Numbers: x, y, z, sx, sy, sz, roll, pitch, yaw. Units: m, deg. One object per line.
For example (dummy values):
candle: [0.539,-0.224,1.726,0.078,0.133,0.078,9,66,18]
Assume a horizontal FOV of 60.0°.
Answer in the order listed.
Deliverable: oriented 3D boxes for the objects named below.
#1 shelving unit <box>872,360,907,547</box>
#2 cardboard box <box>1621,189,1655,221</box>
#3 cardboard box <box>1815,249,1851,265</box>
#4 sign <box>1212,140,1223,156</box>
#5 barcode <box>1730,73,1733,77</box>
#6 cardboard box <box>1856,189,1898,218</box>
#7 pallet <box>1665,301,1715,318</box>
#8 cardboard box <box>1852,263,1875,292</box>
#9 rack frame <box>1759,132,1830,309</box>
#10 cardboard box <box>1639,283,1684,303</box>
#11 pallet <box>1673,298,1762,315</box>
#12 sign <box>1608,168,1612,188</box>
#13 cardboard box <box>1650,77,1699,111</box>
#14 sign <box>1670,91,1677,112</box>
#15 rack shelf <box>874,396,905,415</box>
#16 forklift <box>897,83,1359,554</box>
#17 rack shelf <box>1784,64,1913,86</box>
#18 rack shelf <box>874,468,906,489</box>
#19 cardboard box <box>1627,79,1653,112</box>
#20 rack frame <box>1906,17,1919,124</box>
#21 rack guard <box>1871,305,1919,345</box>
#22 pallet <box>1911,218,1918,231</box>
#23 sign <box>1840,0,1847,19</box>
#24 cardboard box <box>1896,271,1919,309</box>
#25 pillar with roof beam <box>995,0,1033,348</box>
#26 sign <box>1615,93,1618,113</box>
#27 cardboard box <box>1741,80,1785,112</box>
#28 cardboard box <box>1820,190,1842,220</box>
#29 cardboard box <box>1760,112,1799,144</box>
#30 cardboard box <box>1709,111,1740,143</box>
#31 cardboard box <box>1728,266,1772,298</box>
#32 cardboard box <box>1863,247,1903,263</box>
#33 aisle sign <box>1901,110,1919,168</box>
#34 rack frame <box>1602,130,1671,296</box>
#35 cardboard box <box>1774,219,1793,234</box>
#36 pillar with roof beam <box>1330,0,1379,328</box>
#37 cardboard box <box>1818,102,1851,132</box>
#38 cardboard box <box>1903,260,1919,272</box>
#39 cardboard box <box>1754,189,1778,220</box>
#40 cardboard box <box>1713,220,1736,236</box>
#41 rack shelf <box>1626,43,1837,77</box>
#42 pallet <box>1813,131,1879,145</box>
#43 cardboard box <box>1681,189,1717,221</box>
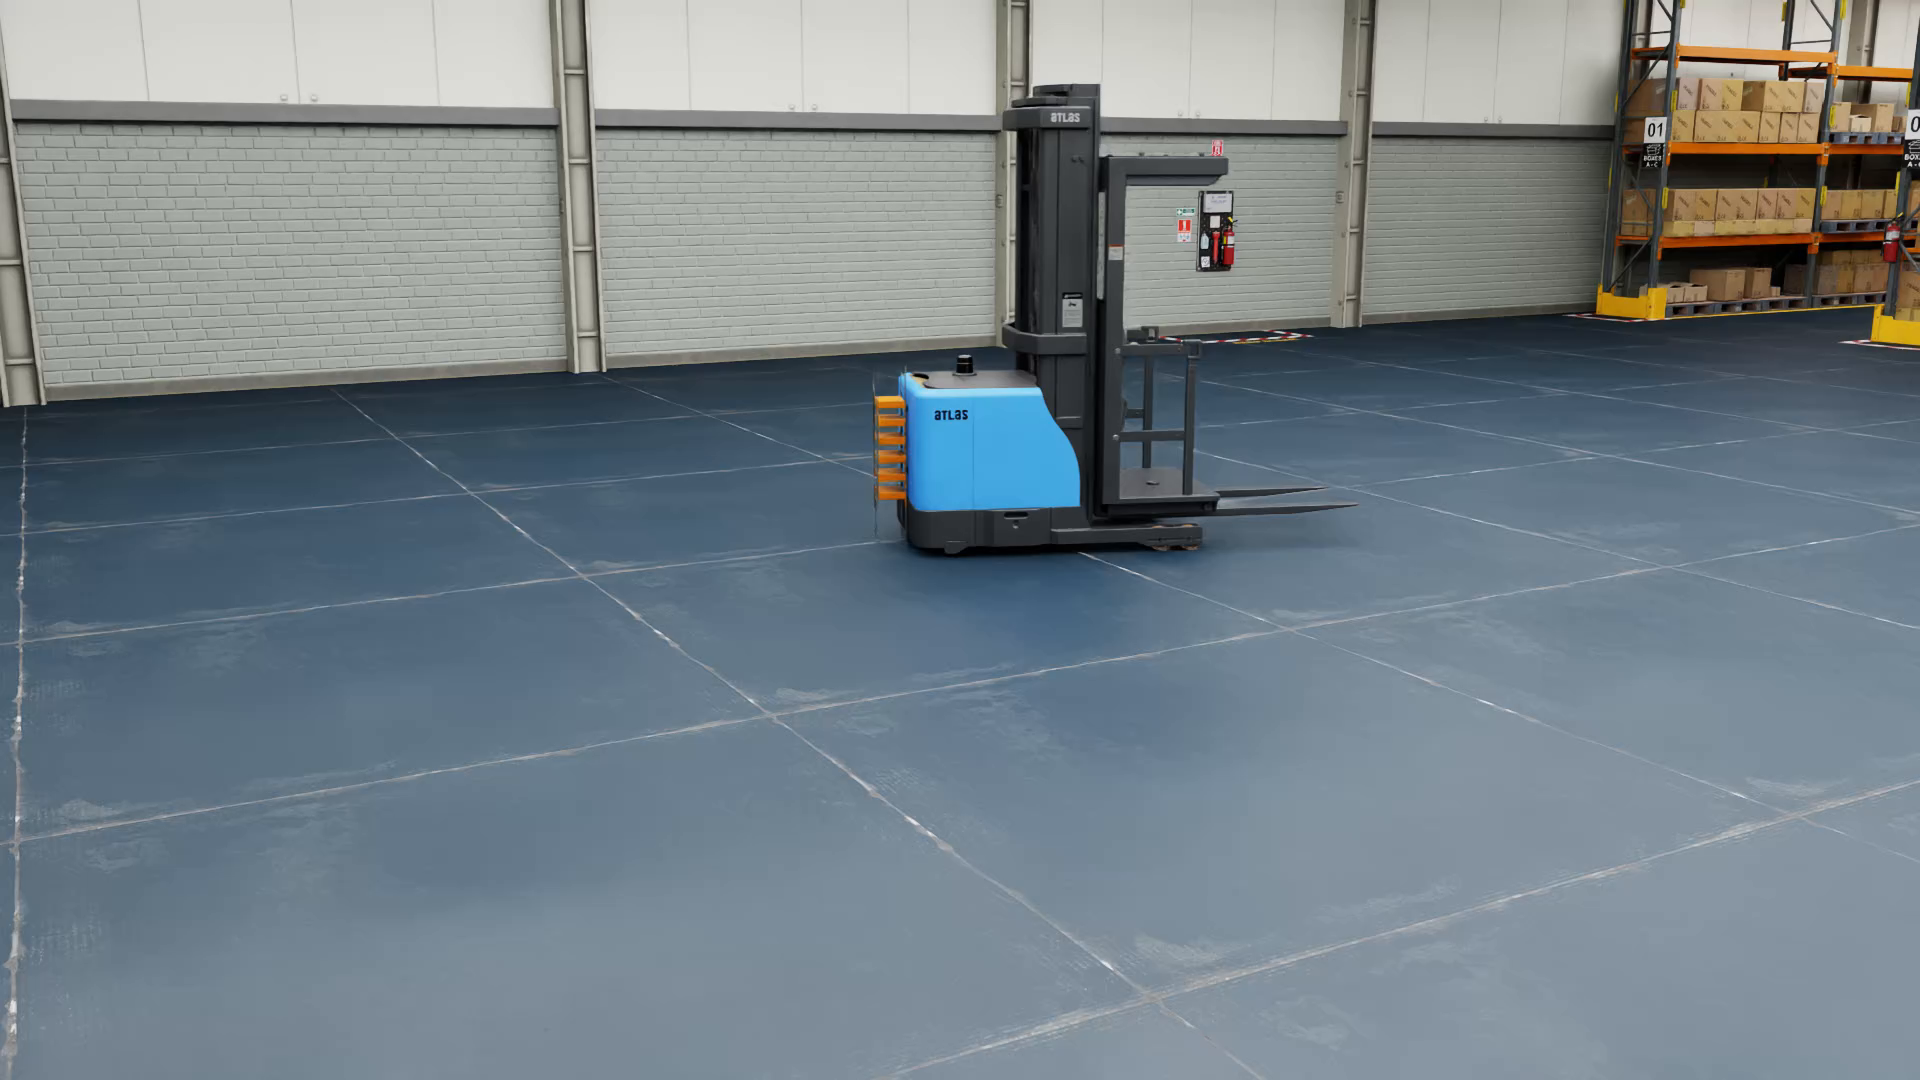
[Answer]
shelving unit: [-0.461,-0.568,10.902,0.189,1.200,0.258,-2,13,-9]
cardboard box: [11.371,-5.566,27.599,0.500,0.500,0.500,-7,14,-28]
cardboard box: [15.593,-5.083,29.845,0.500,0.250,0.500,-7,15,-29]
sign: [3.751,-5.679,24.232,0.199,0.298,0.001,-7,14,-28]
barcode: [13.144,-7.921,28.315,0.075,0.075,0.001,-7,14,-28]
cardboard box: [16.591,-6.092,30.115,0.500,0.500,0.700,-7,14,-28]
pallet: [11.856,-3.900,27.956,1.213,0.211,1.003,-7,14,-28]
cardboard box: [16.105,-4.780,30.207,0.500,0.500,0.700,-7,14,-27]
rack frame: [14.570,-5.594,29.134,0.127,3.000,1.000,-7,14,-28]
cardboard box: [11.710,-4.132,27.758,0.500,0.311,0.500,-9,15,-34]
pallet: [12.926,-4.027,28.522,1.213,0.211,1.003,-7,14,-28]
sign: [10.811,-6.001,27.587,0.005,0.325,0.100,-7,14,-28]
cardboard box: [11.514,-7.177,26.784,0.500,0.500,0.500,-8,15,-32]
sign: [11.320,-6.959,26.375,0.005,0.325,0.100,-7,14,-28]
rack shelf: [-0.461,-0.876,10.833,0.180,0.103,0.258,-2,13,-9]
forklift: [1.132,-1.470,10.966,3.031,2.935,1.130,-2,13,-9]
rack shelf: [16.326,-8.185,29.533,4.000,0.370,1.077,-7,14,-28]
rack shelf: [-0.461,-0.408,10.938,0.180,0.103,0.258,-2,13,-9]
cardboard box: [11.313,-7.279,27.238,0.500,0.500,0.500,-6,14,-25]
rack frame: [13.436,-7.146,22.366,0.127,3.000,1.000,-7,14,-28]
rack guard: [13.415,-2.997,23.288,0.348,0.500,1.175,-7,14,-28]
pallet: [17.507,-5.826,30.601,1.003,0.211,1.213,-7,14,-28]
sign: [14.814,-8.909,27.891,0.005,0.325,0.100,-7,14,-28]
cardboard box: [13.764,-3.562,23.703,0.500,0.500,0.500,-7,14,-28]
pillar with roof beam: [2.789,-6.248,18.378,0.400,9.000,9.100,-7,14,-28]
sign: [10.811,-7.178,27.323,0.005,0.325,0.100,-7,14,-28]
cardboard box: [13.331,-7.382,27.697,0.500,0.500,0.500,-7,15,-30]
cardboard box: [15.033,-5.904,29.284,0.500,0.500,0.700,-7,14,-28]
cardboard box: [13.796,-6.965,28.119,0.500,0.500,0.500,-8,15,-33]
cardboard box: [12.415,-6.787,27.331,0.500,0.500,0.500,-6,14,-25]
cardboard box: [13.679,-4.472,28.841,0.500,0.500,0.500,-8,15,-32]
cardboard box: [16.944,-5.242,30.554,0.500,0.250,0.500,-7,14,-27]
aisle sign: [13.238,-5.537,22.960,0.004,0.787,0.394,-7,14,-28]
rack frame: [11.059,-5.173,27.265,0.127,3.000,1.000,-7,14,-28]
cardboard box: [13.859,-5.372,28.442,0.500,0.250,0.500,-7,14,-28]
pillar with roof beam: [8.056,-6.880,21.183,0.400,9.000,9.100,-7,14,-28]
cardboard box: [15.089,-7.353,28.935,0.500,0.500,0.500,-5,13,-20]
cardboard box: [17.474,-4.924,30.849,0.500,0.500,0.700,-7,14,-27]
cardboard box: [13.421,-5.683,28.116,0.500,0.500,0.500,-7,15,-29]
cardboard box: [12.539,-5.210,27.723,0.500,0.250,0.500,-7,15,-29]
rack shelf: [12.815,-7.958,27.620,4.000,0.370,1.077,-7,14,-28]
pallet: [15.163,-7.010,29.023,1.003,0.211,1.213,-7,14,-28]
cardboard box: [12.061,-5.518,27.385,0.500,0.500,0.500,-7,14,-28]
